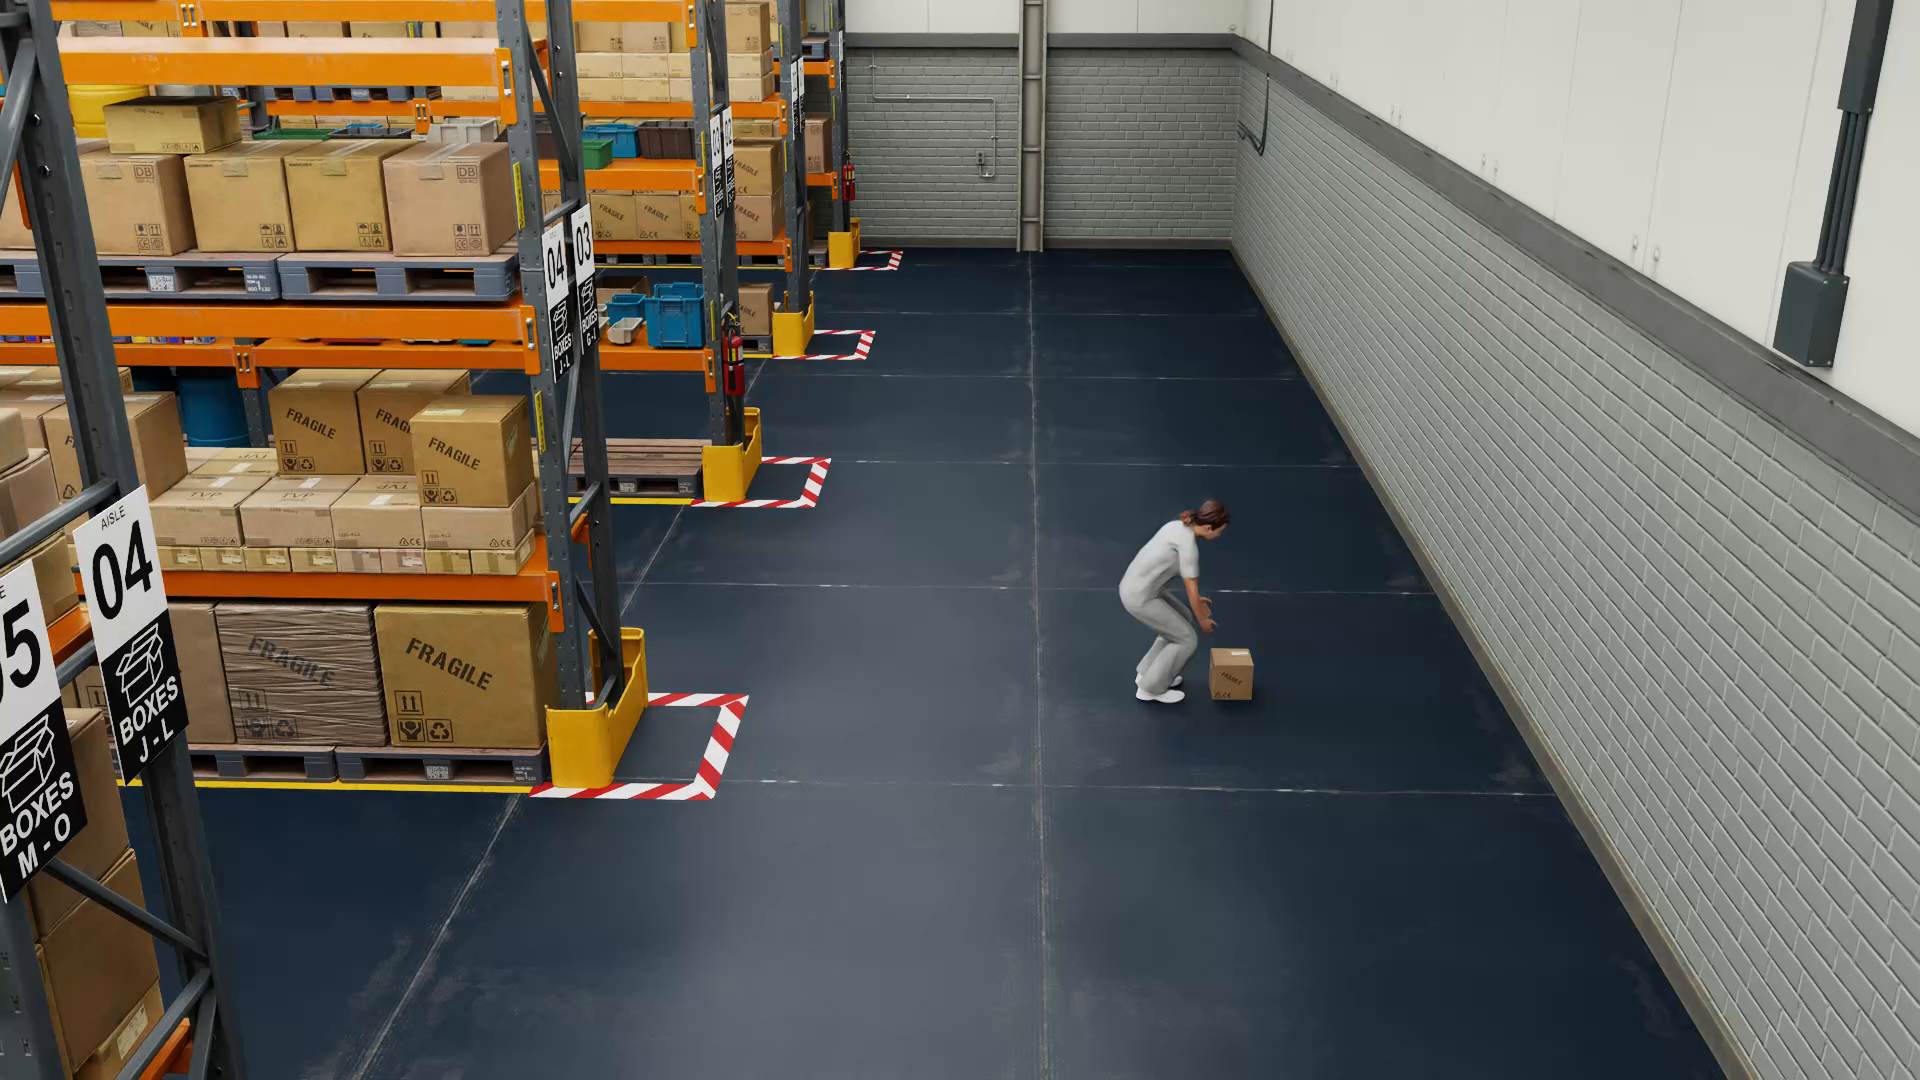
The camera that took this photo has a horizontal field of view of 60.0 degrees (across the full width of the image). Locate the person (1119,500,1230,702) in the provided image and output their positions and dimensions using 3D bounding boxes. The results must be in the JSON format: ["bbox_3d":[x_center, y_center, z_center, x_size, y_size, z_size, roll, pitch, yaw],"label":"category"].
[{"bbox_3d":[1.358,0.367,10.648,0.682,1.304,0.494,1,21,2],"label":"person"}]
